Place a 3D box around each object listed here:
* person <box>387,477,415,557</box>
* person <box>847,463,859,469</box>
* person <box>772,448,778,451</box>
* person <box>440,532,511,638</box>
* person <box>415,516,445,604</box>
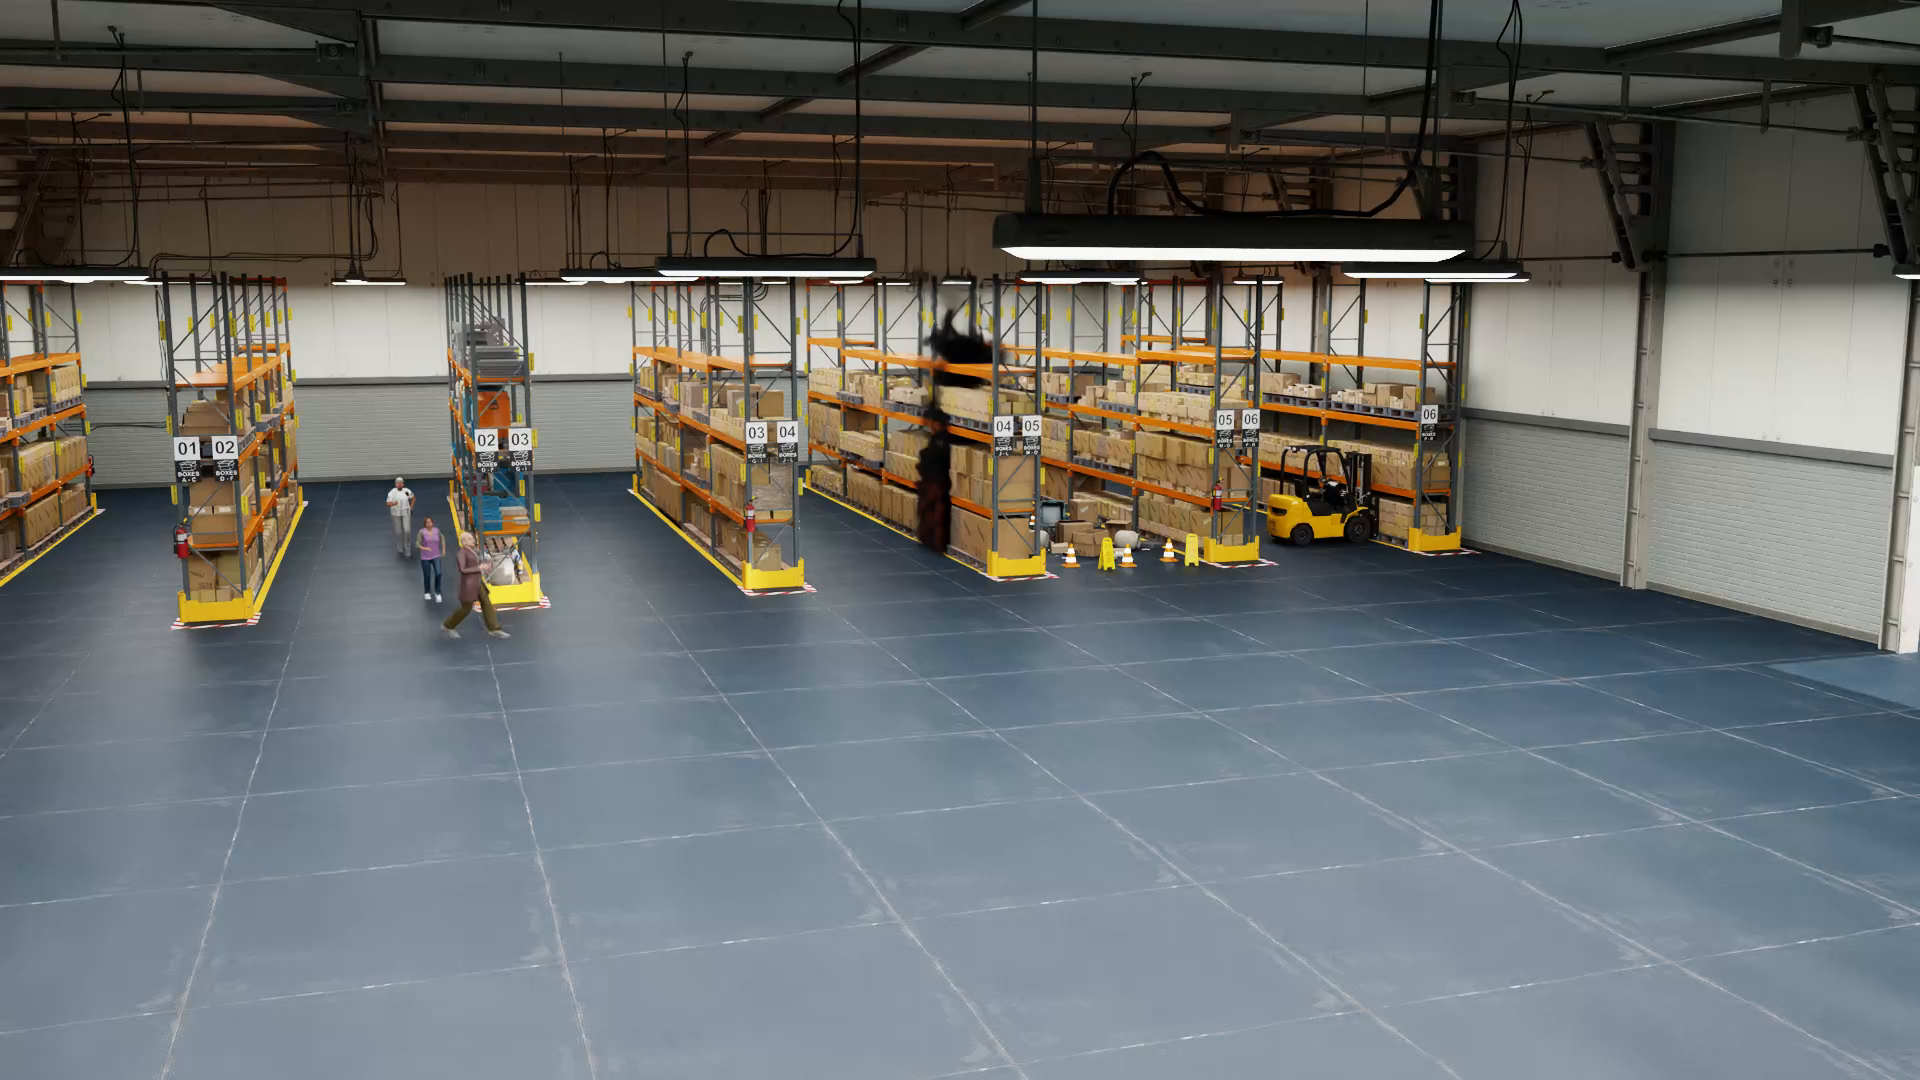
[{"bbox_3d":[-12.046,-0.492,35.866,0.585,1.723,0.708,-3,9,-18],"label":"person"},{"bbox_3d":[-3.295,-2.608,49.564,0.880,1.775,0.731,6,10,34],"label":"person"},{"bbox_3d":[-5.020,-2.080,46.086,0.731,1.715,0.710,-1,9,-7],"label":"person"},{"bbox_3d":[-7.939,0.746,27.154,1.115,1.755,0.731,1,9,9],"label":"person"},{"bbox_3d":[-9.672,0.366,30.439,0.565,1.633,0.678,-5,10,-28],"label":"person"}]
